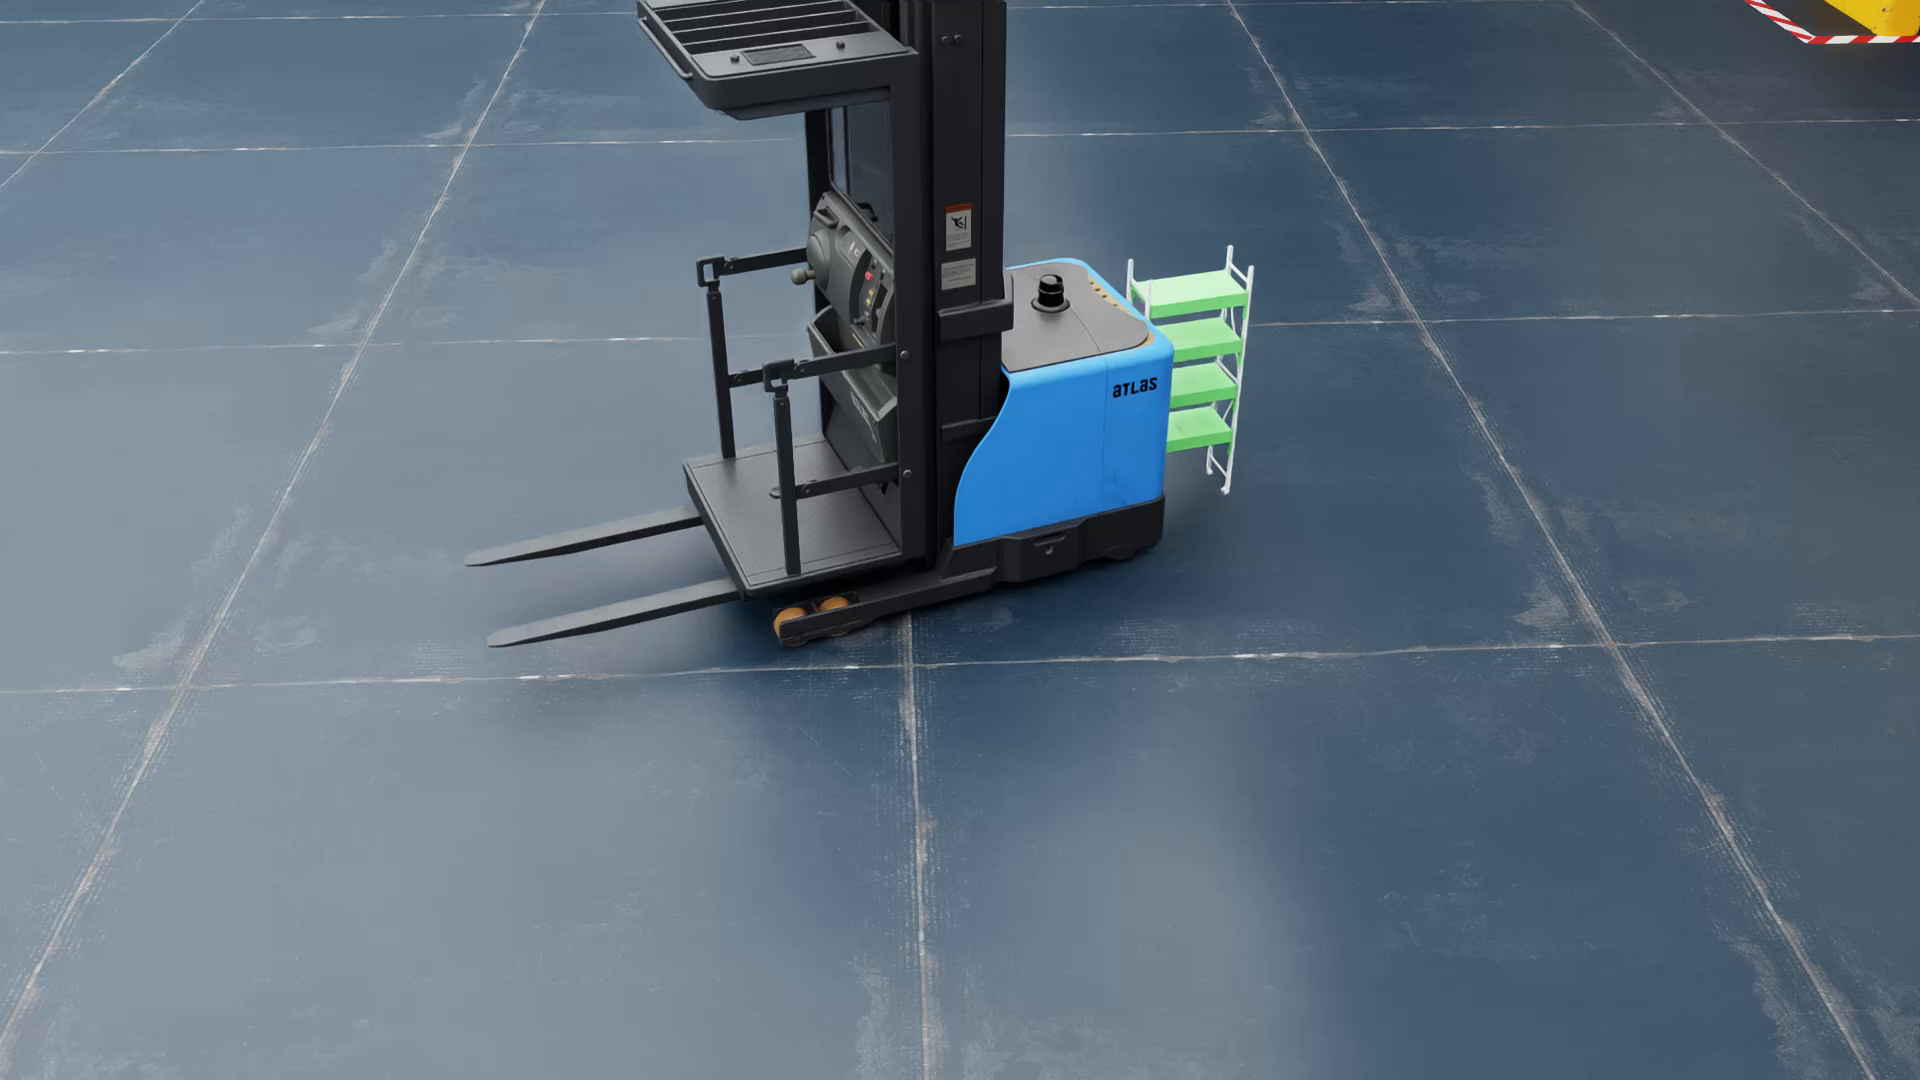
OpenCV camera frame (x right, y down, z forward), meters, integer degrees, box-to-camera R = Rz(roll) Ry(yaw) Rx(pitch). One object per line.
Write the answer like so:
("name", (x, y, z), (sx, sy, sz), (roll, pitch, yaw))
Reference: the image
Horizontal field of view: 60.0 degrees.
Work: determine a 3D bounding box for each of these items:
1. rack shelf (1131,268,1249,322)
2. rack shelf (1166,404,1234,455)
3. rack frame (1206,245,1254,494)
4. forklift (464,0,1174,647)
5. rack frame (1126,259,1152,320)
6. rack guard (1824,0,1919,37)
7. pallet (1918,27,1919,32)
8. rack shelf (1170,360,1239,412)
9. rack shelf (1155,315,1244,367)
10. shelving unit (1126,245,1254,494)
("rack shelf", (1.032, -1.085, 7.532), (0.480, 0.148, 0.258), (-10, 36, -14))
("rack shelf", (1.032, -0.493, 7.942), (0.480, 0.148, 0.258), (-10, 36, -14))
("rack frame", (1.265, -0.784, 7.828), (0.015, 1.200, 0.240), (-10, 36, -14))
("forklift", (-0.636, -1.093, 6.753), (3.031, 2.935, 1.130), (-13, 37, -18))
("rack frame", (0.799, -0.702, 7.709), (0.015, 1.200, 0.240), (-10, 36, -14))
("rack guard", (7.762, -4.713, 14.120), (0.348, 0.500, 1.175), (-2, 35, -2))
("pallet", (8.573, -4.613, 14.230), (1.213, 0.211, 1.003), (-2, 35, -2))
("rack shelf", (1.032, -0.690, 7.805), (0.480, 0.148, 0.258), (-10, 36, -14))
("rack shelf", (1.032, -0.887, 7.669), (0.480, 0.148, 0.258), (-10, 36, -14))
("shelving unit", (1.032, -0.743, 7.769), (0.503, 1.200, 0.258), (-10, 36, -14))
